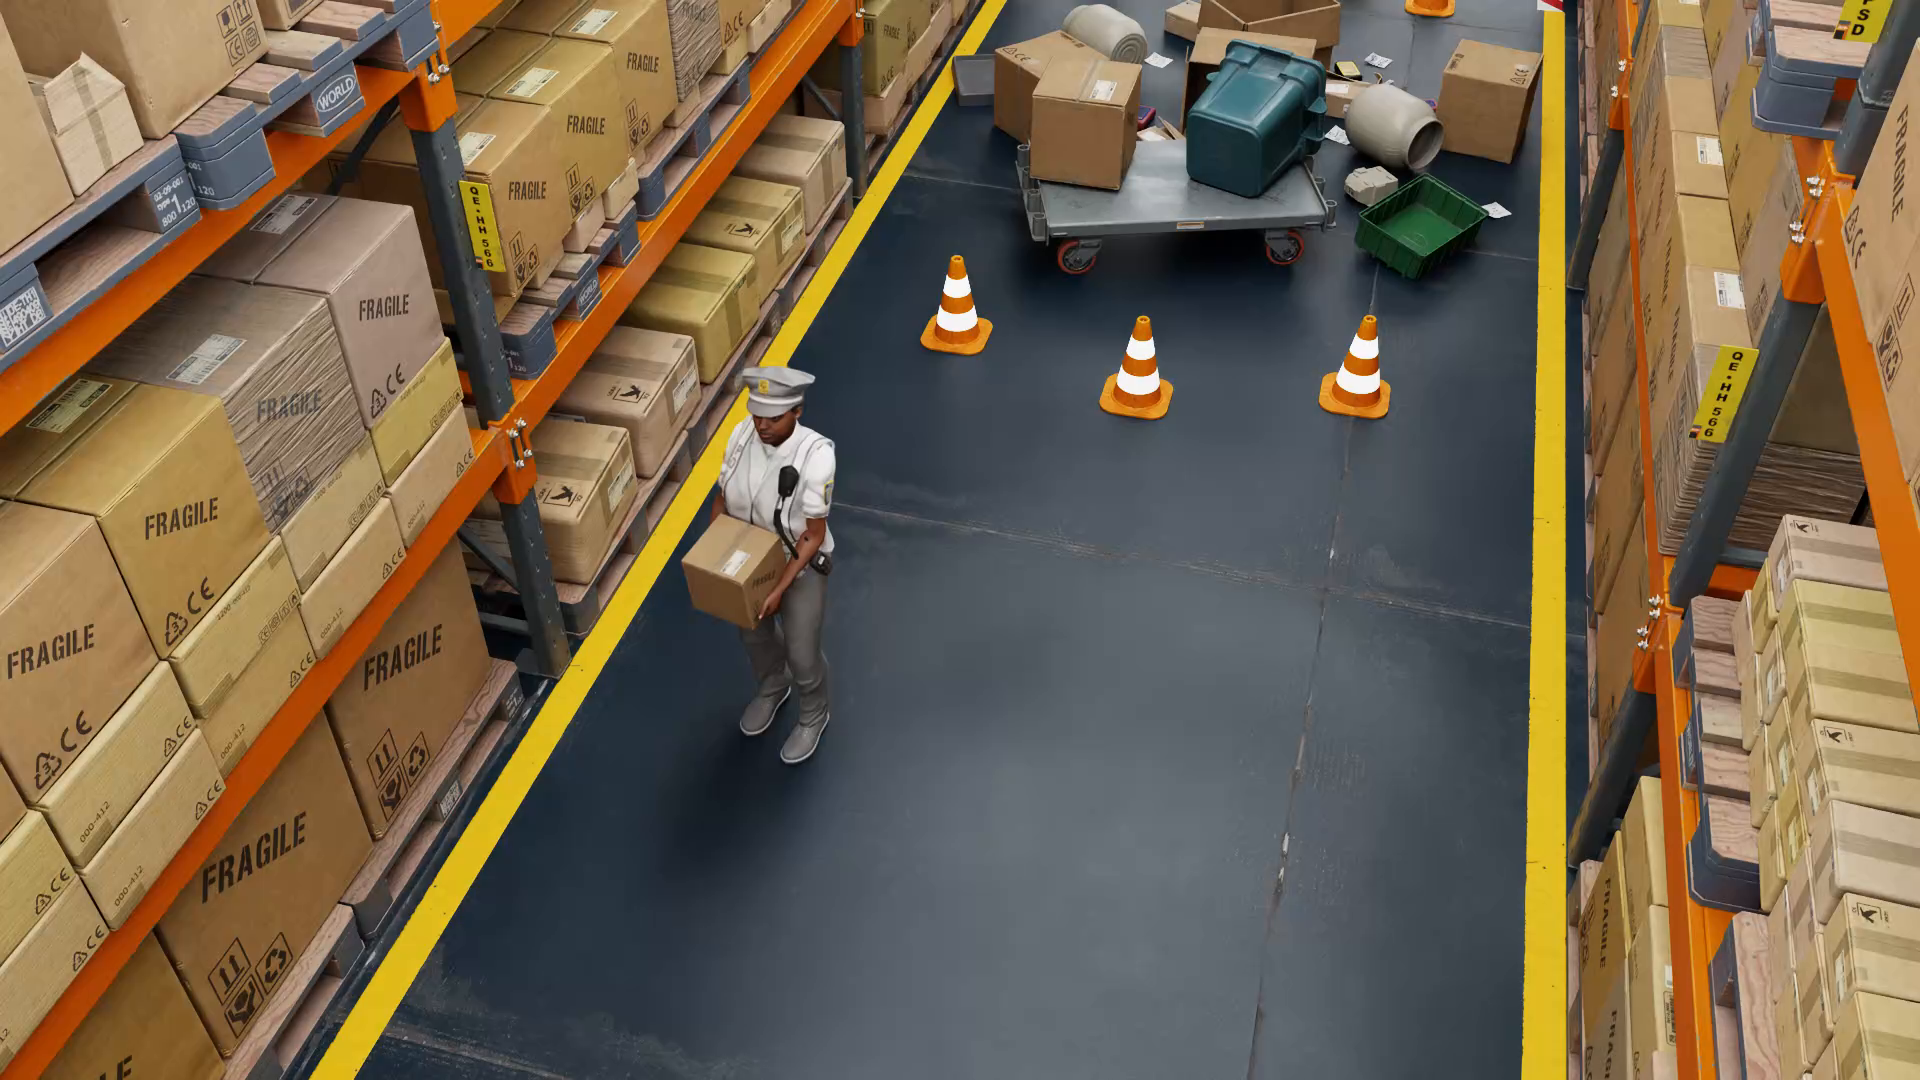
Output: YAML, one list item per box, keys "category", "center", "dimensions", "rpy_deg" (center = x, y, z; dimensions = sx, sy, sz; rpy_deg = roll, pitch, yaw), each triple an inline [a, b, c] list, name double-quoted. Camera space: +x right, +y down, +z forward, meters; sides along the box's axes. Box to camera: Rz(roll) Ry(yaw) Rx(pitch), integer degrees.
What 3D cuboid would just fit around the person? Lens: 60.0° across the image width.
- category: "person"
  center: [-0.691, 0.117, 6.008]
  dimensions: [0.451, 1.690, 0.518]
  rpy_deg: [19, 45, 21]
